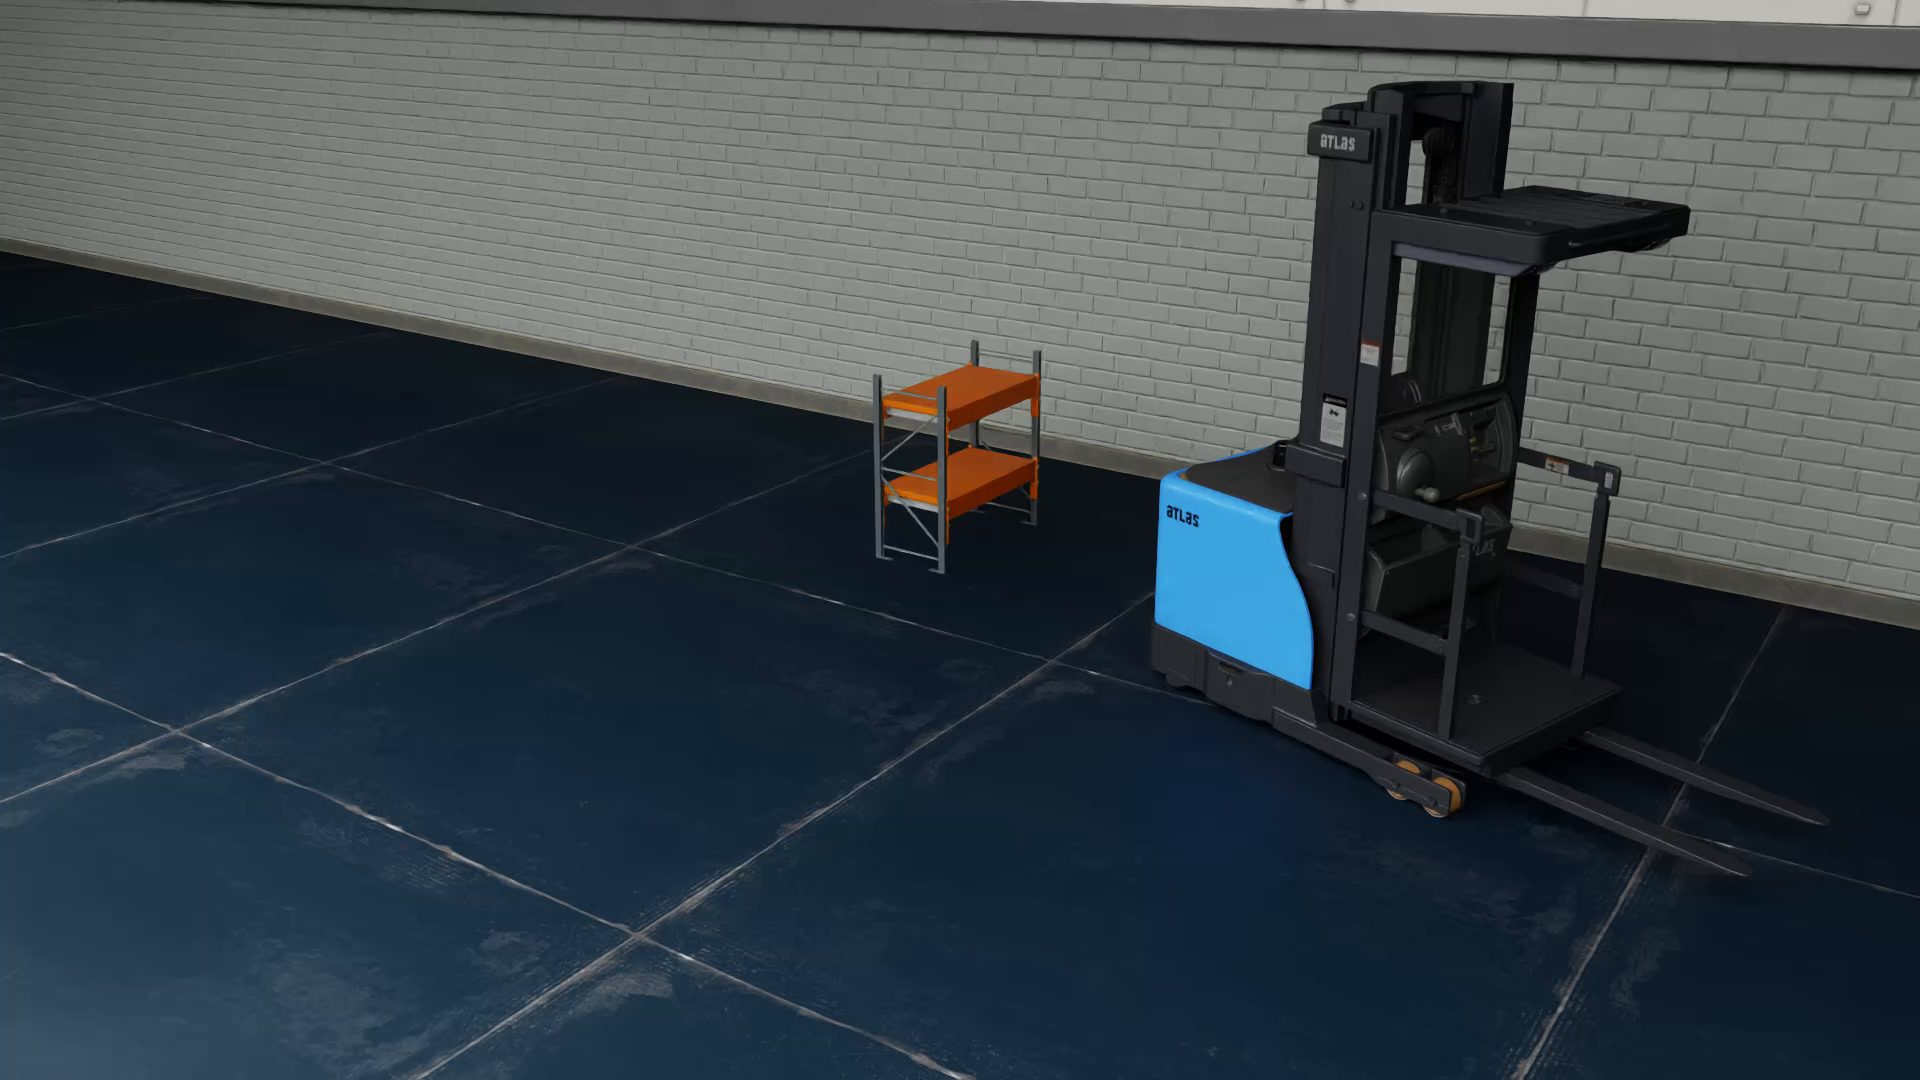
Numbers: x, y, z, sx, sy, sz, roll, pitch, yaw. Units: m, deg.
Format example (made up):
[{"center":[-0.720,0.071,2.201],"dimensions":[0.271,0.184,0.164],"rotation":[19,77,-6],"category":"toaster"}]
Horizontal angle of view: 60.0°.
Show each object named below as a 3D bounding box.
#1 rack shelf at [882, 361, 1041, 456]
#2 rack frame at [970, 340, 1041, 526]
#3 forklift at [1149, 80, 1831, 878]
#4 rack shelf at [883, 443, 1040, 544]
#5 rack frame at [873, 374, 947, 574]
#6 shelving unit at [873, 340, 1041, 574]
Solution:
[{"center":[-0.004,-0.800,9.963],"dimensions":[0.538,0.278,1.000],"rotation":[13,24,32],"category":"rack shelf"},{"center":[0.282,-0.671,10.459],"dimensions":[0.500,1.125,0.032],"rotation":[13,24,32],"category":"rack frame"},{"center":[2.262,-0.389,7.093],"dimensions":[1.130,2.935,3.031],"rotation":[-15,25,-36],"category":"forklift"},{"center":[-0.004,-0.296,10.149],"dimensions":[0.538,0.278,1.000],"rotation":[13,24,32],"category":"rack shelf"},{"center":[-0.290,-0.380,9.670],"dimensions":[0.500,1.125,0.032],"rotation":[13,24,32],"category":"rack frame"},{"center":[-0.004,-0.526,10.065],"dimensions":[0.538,1.125,1.048],"rotation":[13,24,32],"category":"shelving unit"}]
